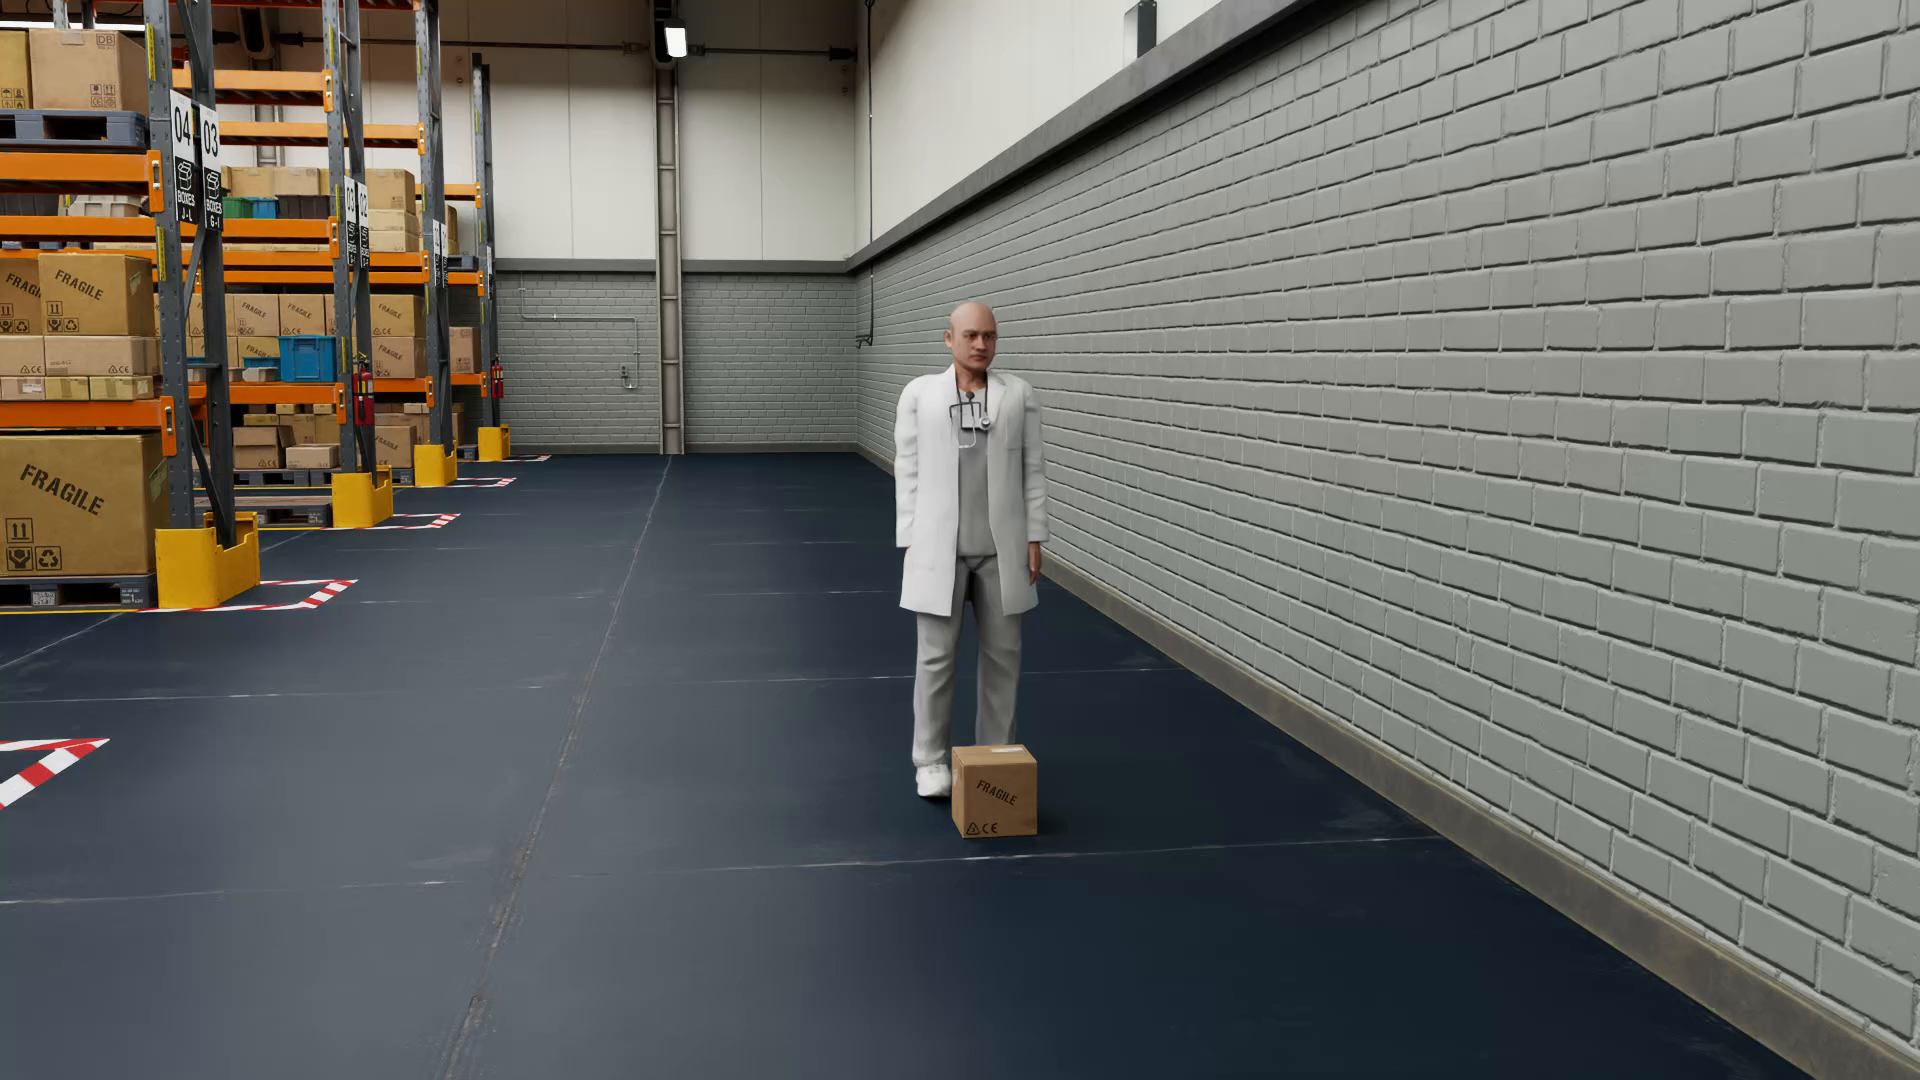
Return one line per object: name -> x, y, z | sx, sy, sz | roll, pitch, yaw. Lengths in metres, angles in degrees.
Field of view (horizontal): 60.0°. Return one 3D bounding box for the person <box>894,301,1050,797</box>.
person -> 0.049, 0.035, 6.012 | 0.562, 1.782, 0.394 | -1, 6, -7
